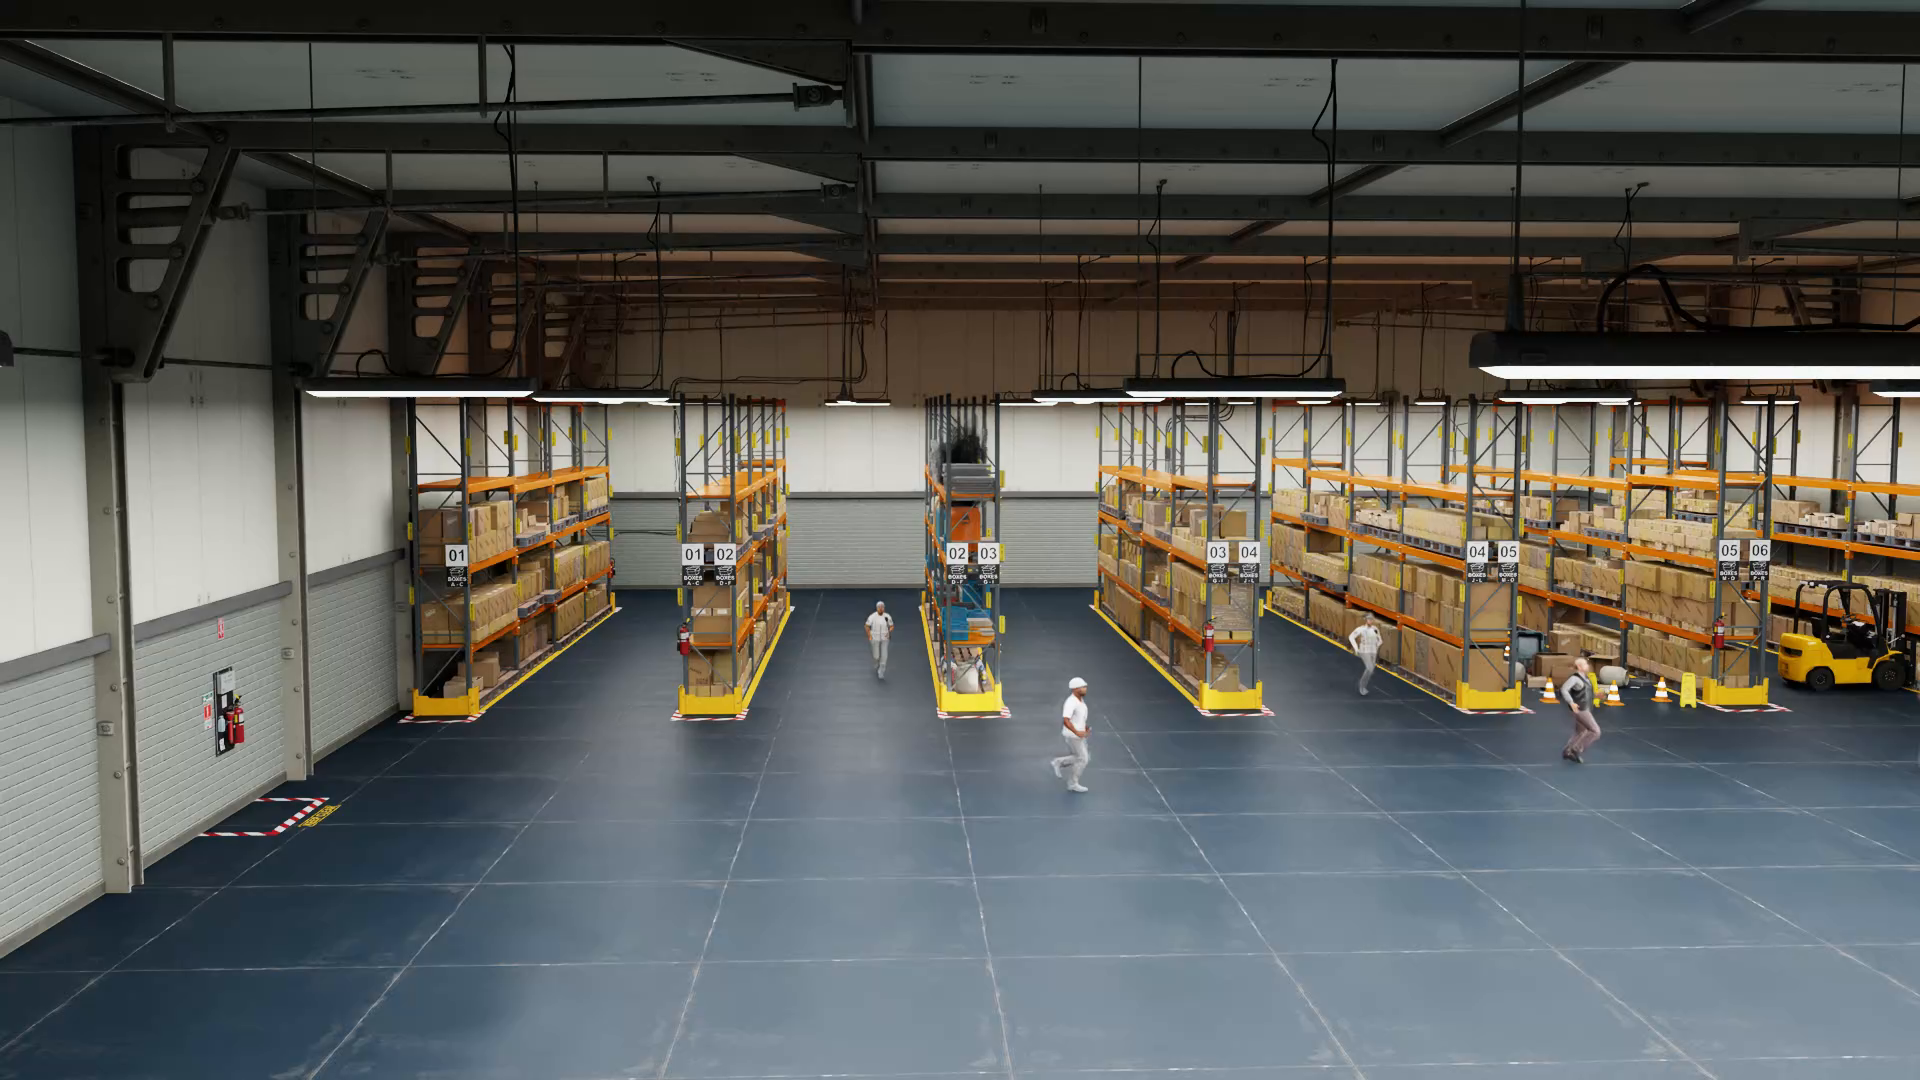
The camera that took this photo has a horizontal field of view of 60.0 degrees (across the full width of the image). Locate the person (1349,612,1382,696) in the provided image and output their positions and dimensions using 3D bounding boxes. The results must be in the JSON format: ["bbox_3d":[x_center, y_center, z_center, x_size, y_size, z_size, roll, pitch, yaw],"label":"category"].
[{"bbox_3d":[8.125,2.263,33.057,0.582,1.672,0.647,-2,5,-20],"label":"person"}]

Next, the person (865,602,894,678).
[{"bbox_3d":[-1.704,2.118,35.416,0.622,1.619,0.566,-1,5,-10],"label":"person"}]

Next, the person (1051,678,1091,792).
[{"bbox_3d":[1.651,2.907,24.914,0.622,1.713,0.682,1,5,15],"label":"person"}]

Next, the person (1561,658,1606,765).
[{"bbox_3d":[10.027,2.754,26.735,0.670,1.700,0.637,3,5,32],"label":"person"}]
